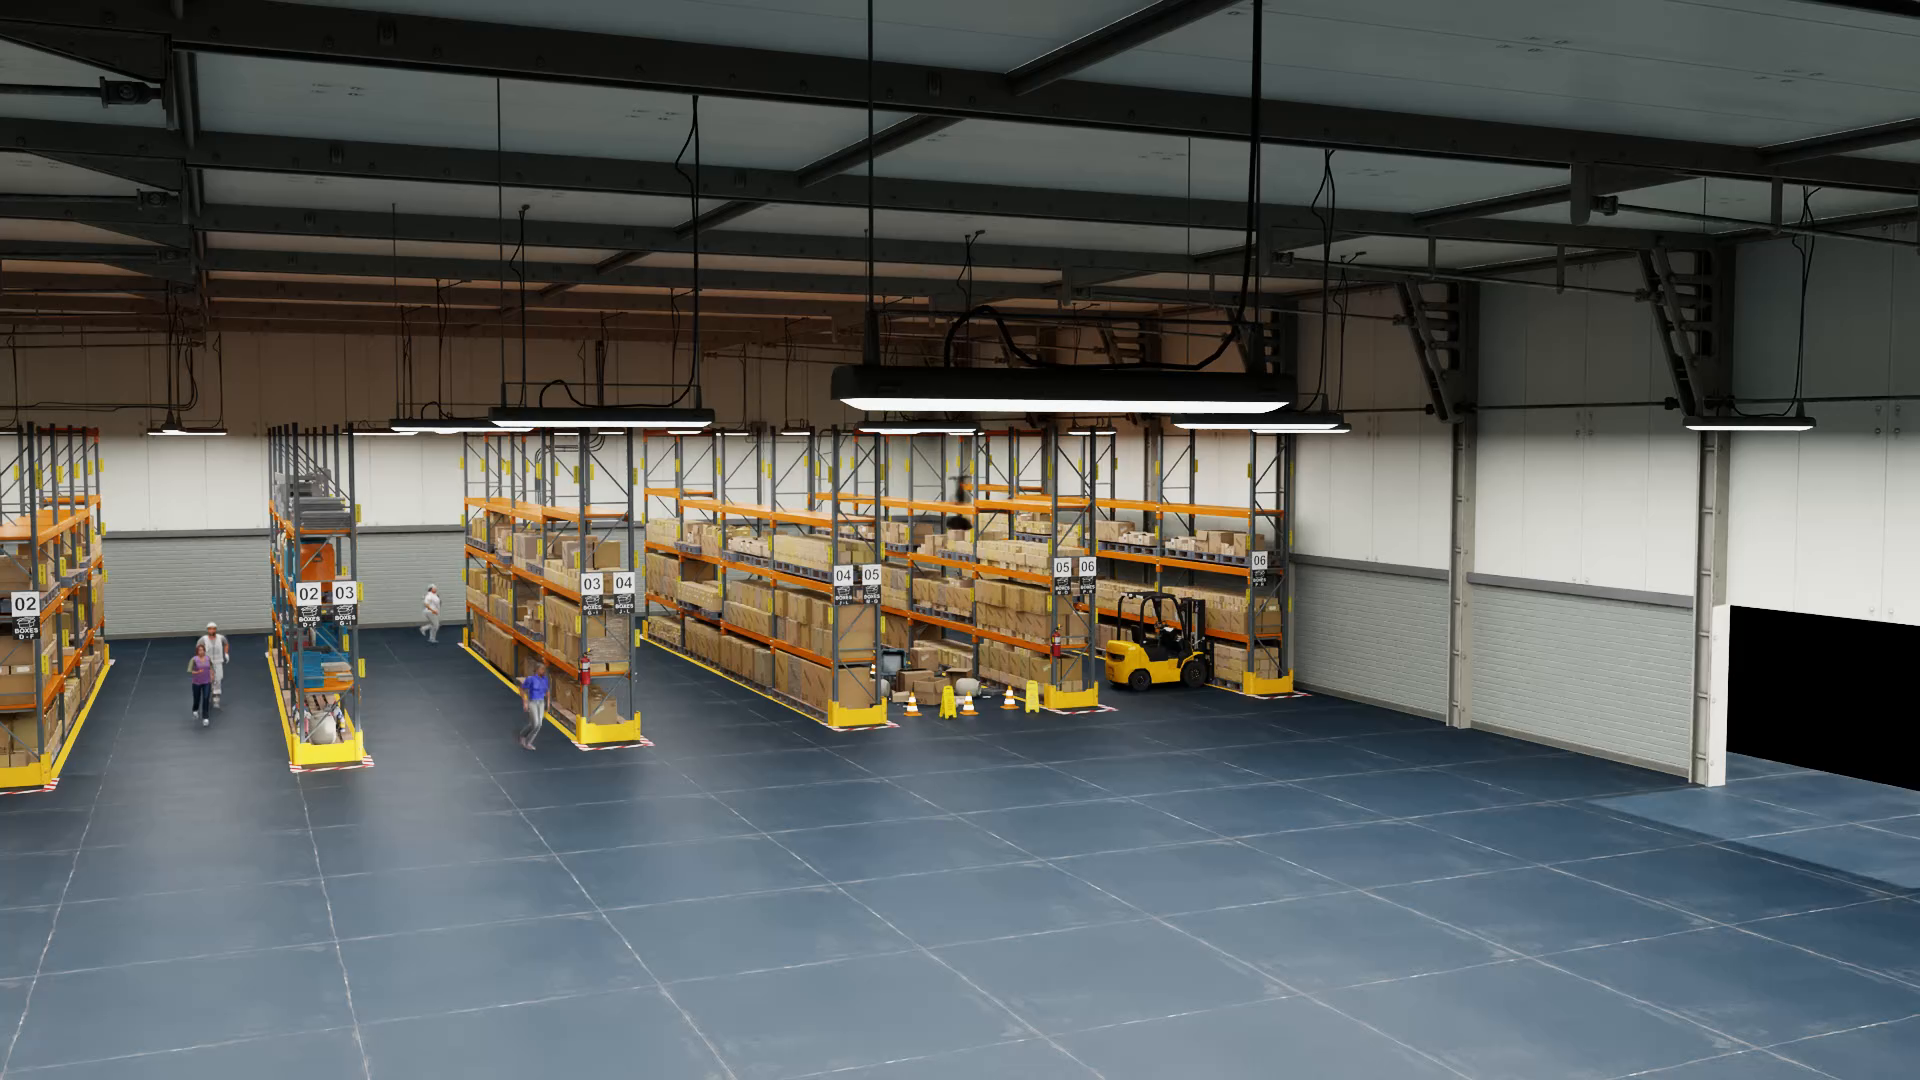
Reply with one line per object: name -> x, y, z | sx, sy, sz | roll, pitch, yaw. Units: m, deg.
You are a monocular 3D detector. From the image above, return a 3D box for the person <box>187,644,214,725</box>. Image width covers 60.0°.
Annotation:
person -> -15.164, 2.871, 33.236 | 0.524, 1.586, 0.874 | -3, 4, -36

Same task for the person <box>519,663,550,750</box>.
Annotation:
person -> -7.824, 3.060, 30.692 | 0.498, 1.593, 0.574 | 3, 5, 43

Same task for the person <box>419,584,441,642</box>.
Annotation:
person -> -14.946, 2.061, 46.844 | 0.607, 1.653, 0.617 | 0, 3, 4

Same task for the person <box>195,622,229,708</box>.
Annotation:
person -> -15.909, 2.636, 35.380 | 0.670, 1.781, 0.961 | -2, 4, -27
